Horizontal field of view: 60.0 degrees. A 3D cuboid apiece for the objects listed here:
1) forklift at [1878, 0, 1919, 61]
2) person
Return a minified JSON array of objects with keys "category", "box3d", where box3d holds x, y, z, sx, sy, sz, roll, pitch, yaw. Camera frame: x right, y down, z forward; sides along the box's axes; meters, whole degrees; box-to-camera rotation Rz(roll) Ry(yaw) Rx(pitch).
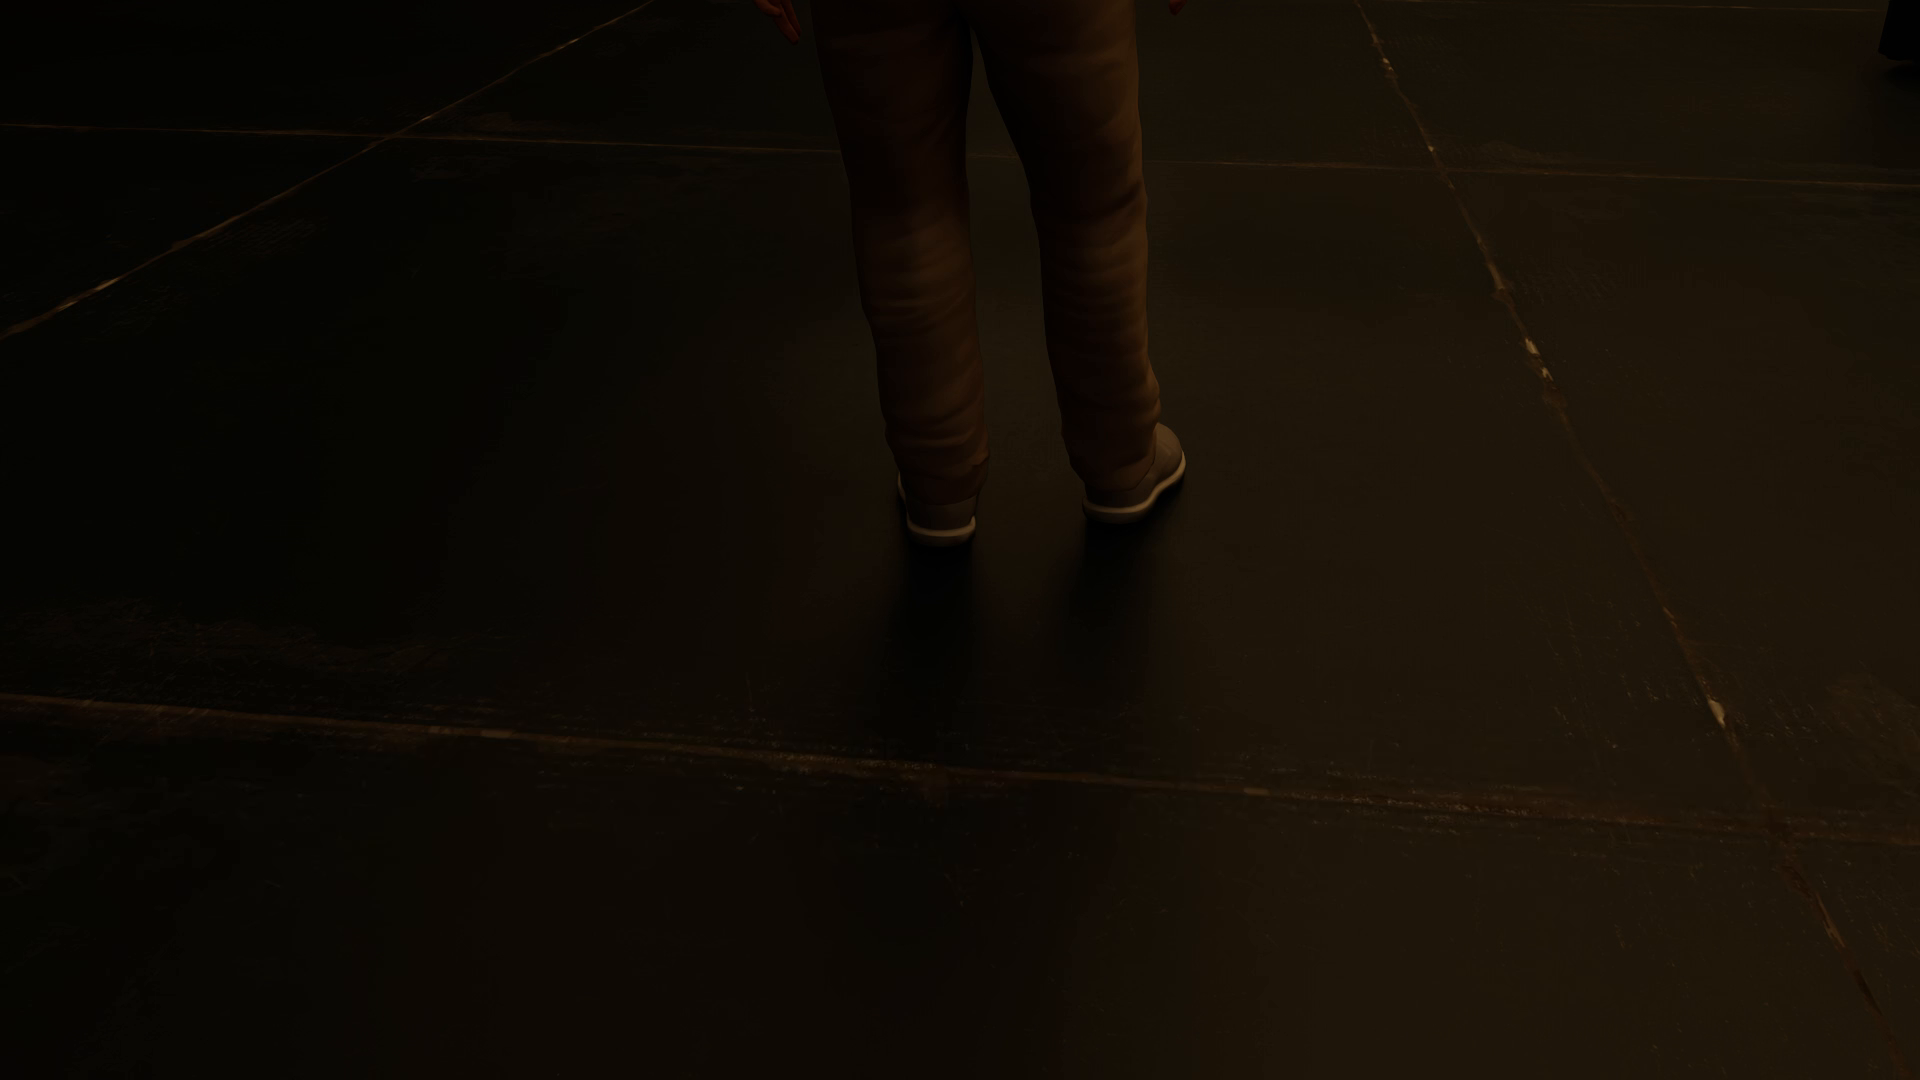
[{"category":"forklift","box3d":[4.549,-3.188,5.607,3.031,2.935,1.130,-23,34,-38]},{"category":"person","box3d":[0.024,-0.820,2.188,0.640,1.724,0.551,3,27,7]}]
